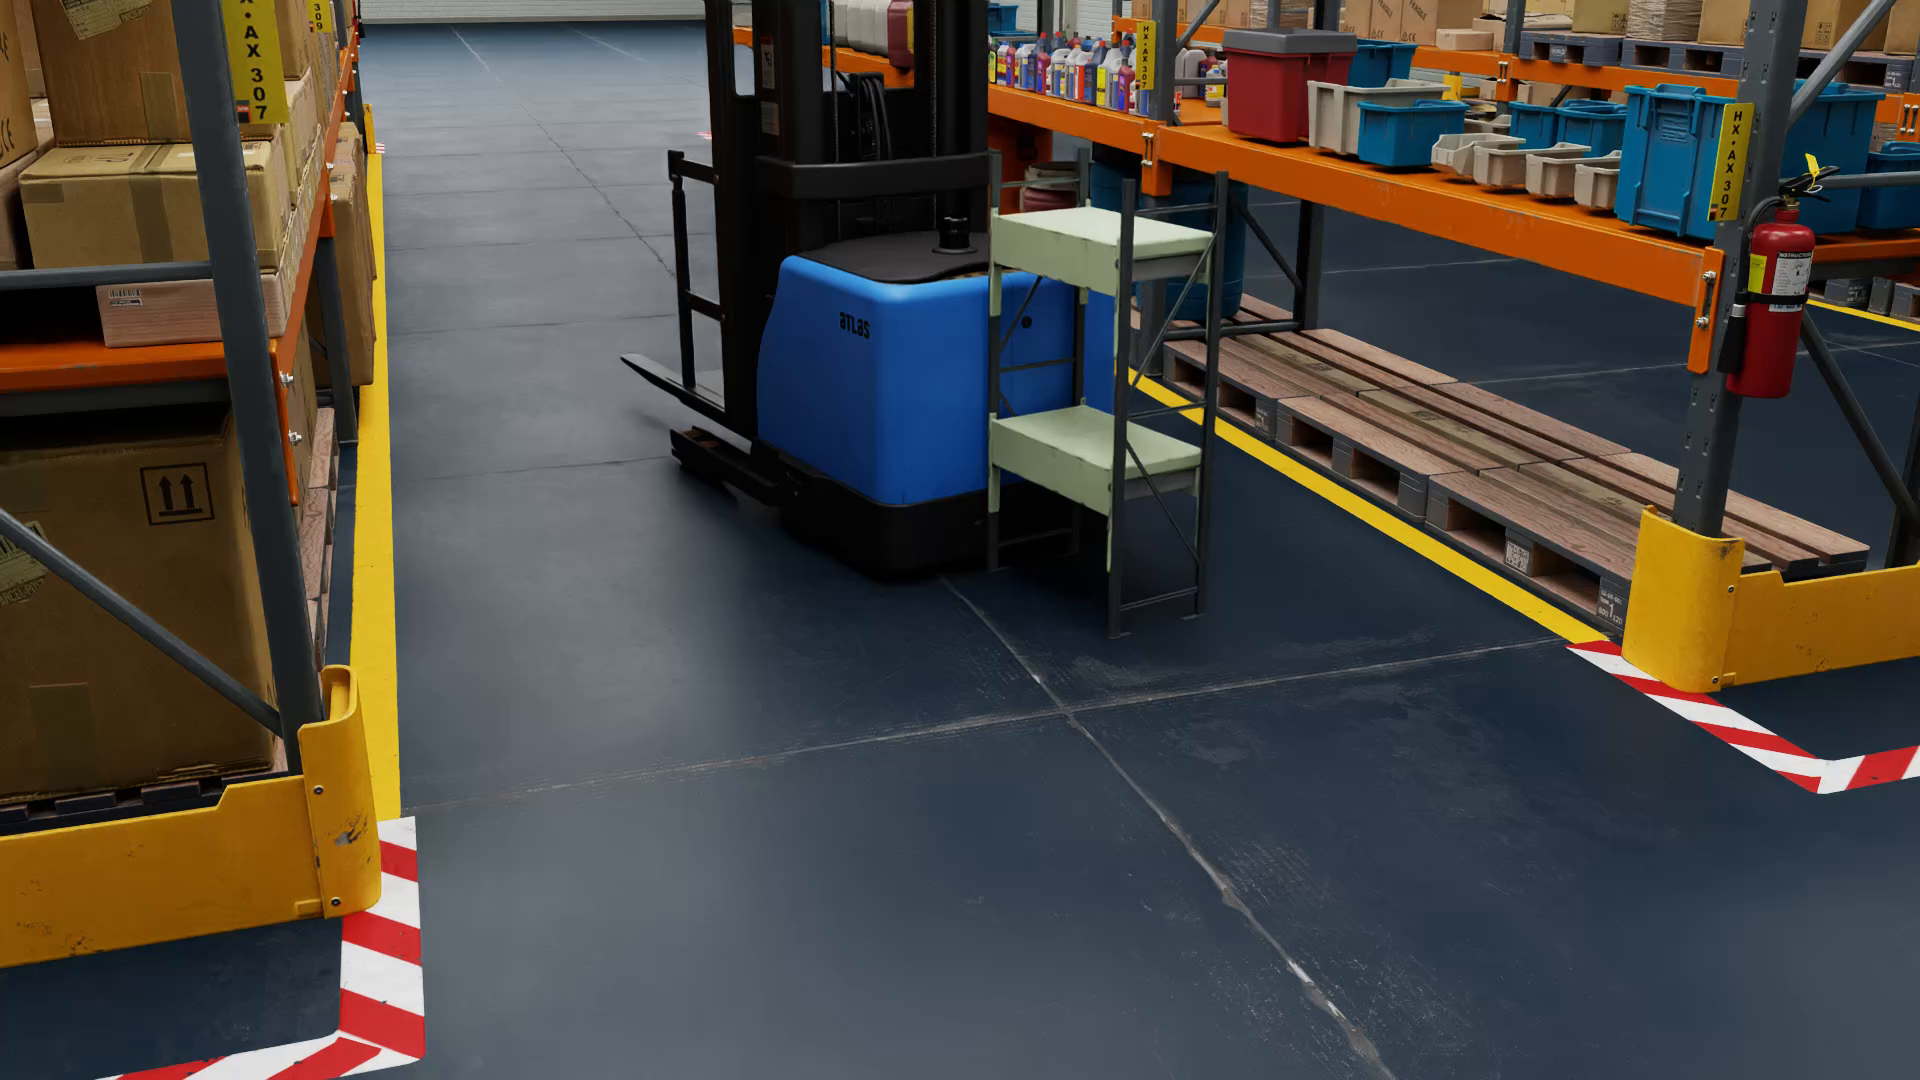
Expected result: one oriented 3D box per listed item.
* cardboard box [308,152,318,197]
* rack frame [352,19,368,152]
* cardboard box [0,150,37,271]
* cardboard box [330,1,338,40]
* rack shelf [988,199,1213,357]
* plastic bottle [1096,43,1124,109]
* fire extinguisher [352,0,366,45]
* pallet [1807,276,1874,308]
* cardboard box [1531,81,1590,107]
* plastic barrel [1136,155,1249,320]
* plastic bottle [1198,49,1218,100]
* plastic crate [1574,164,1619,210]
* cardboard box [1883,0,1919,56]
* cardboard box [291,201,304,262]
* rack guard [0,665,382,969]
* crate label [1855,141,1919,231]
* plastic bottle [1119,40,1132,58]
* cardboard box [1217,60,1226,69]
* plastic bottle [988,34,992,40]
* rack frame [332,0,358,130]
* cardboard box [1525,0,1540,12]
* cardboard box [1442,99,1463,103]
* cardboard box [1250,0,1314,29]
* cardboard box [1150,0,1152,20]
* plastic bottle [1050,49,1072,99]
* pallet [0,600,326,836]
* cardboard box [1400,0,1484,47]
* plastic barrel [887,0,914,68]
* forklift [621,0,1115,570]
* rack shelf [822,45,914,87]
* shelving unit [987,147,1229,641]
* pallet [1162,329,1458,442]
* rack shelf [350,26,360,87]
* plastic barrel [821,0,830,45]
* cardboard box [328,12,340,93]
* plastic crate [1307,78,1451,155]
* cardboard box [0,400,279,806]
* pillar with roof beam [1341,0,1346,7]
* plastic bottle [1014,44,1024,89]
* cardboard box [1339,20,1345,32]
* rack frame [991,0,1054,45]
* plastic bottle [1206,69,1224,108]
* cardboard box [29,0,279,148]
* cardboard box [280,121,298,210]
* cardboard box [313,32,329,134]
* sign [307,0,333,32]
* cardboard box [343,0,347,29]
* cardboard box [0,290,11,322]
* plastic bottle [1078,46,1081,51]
[{"bbox_3d":[-2.524,-1.303,5.979,0.380,0.149,0.250,-6,21,-16],"label":"cardboard box"},{"bbox_3d":[-7.027,-5.666,17.753,1.000,3.000,0.127,-6,21,-17],"label":"rack frame"},{"bbox_3d":[-2.402,-0.728,3.787,0.500,0.250,0.500,-7,21,-18],"label":"cardboard box"},{"bbox_3d":[-4.821,-3.788,12.125,0.500,0.250,0.500,-7,21,-19],"label":"cardboard box"},{"bbox_3d":[0.468,-0.883,5.501,0.431,0.370,0.720,-12,23,-30],"label":"rack shelf"},{"bbox_3d":[0.848,-2.578,9.229,0.144,0.351,0.185,-6,21,-17],"label":"plastic bottle"},{"bbox_3d":[-6.625,-5.715,18.004,0.296,0.674,0.183,-6,21,-17],"label":"fire extinguisher"},{"bbox_3d":[5.859,-1.811,11.146,1.003,0.211,1.213,-6,21,-17],"label":"pallet"},{"bbox_3d":[7.575,-5.620,20.672,0.700,0.500,0.500,-8,21,-21],"label":"cardboard box"},{"bbox_3d":[1.292,-1.727,9.272,0.600,0.901,0.708,-6,21,-17],"label":"plastic barrel"},{"bbox_3d":[1.458,-2.734,9.764,0.061,0.283,0.133,-6,21,-17],"label":"plastic bottle"},{"bbox_3d":[2.276,-1.204,5.632,0.396,0.136,0.243,-6,21,-17],"label":"plastic crate"},{"bbox_3d":[6.214,-3.287,10.360,0.700,0.500,0.500,-15,24,-35],"label":"cardboard box"},{"bbox_3d":[-2.121,-0.891,4.833,0.380,0.149,0.250,-7,21,-18],"label":"cardboard box"},{"bbox_3d":[-1.990,0.653,3.859,1.175,0.500,0.348,-6,21,-17],"label":"rack guard"},{"bbox_3d":[2.939,-1.121,5.259,0.416,0.233,0.303,-6,21,-17],"label":"crate label"},{"bbox_3d":[0.926,-2.653,9.437,0.144,0.351,0.185,-6,21,-17],"label":"plastic bottle"},{"bbox_3d":[3.137,-4.977,18.173,0.500,0.500,0.500,-6,21,-17],"label":"cardboard box"},{"bbox_3d":[0.163,-3.409,11.654,0.152,0.276,0.135,-6,21,-17],"label":"plastic bottle"},{"bbox_3d":[-5.769,-4.382,14.179,1.000,3.000,0.127,-6,21,-17],"label":"rack frame"},{"bbox_3d":[7.264,-6.664,20.724,0.500,0.250,0.500,-7,21,-18],"label":"cardboard box"},{"bbox_3d":[4.514,-4.013,15.768,0.500,0.311,0.500,-7,21,-18],"label":"cardboard box"},{"bbox_3d":[3.491,-5.622,17.484,0.700,0.500,0.500,-7,21,-19],"label":"cardboard box"},{"bbox_3d":[2.683,-6.445,19.774,0.700,0.500,0.500,-6,21,-16],"label":"cardboard box"},{"bbox_3d":[0.628,-2.771,9.879,0.152,0.276,0.135,-6,21,-17],"label":"plastic bottle"},{"bbox_3d":[-2.323,0.533,4.620,1.003,0.211,1.213,-6,21,-17],"label":"pallet"},{"bbox_3d":[4.350,-4.733,15.010,0.500,0.500,0.500,-8,21,-20],"label":"cardboard box"},{"bbox_3d":[-0.244,-3.805,12.372,0.600,0.536,0.708,-6,21,-17],"label":"plastic barrel"},{"bbox_3d":[-0.613,-1.719,6.867,1.130,2.935,3.031,-12,23,-30],"label":"forklift"},{"bbox_3d":[-0.439,-3.928,13.979,1.077,0.370,4.000,-6,21,-17],"label":"rack shelf"},{"bbox_3d":[0.468,-0.515,5.633,0.431,1.500,0.755,-12,23,-30],"label":"shelving unit"},{"bbox_3d":[1.715,-0.797,8.323,1.003,0.211,1.213,-6,21,-17],"label":"pallet"},{"bbox_3d":[-6.398,-4.685,16.088,1.077,0.370,4.000,-6,21,-17],"label":"rack shelf"},{"bbox_3d":[-1.234,-4.988,15.125,0.600,0.901,0.708,-6,21,-17],"label":"plastic barrel"},{"bbox_3d":[-4.122,-3.013,10.221,0.500,0.500,0.500,-6,21,-16],"label":"cardboard box"},{"bbox_3d":[1.752,-1.804,7.088,0.437,0.282,0.530,-6,21,-17],"label":"plastic crate"},{"bbox_3d":[-2.275,0.074,4.294,0.875,0.875,0.875,-6,21,-17],"label":"cardboard box"},{"bbox_3d":[2.149,-11.403,24.852,9.100,9.000,0.400,-6,21,-17],"label":"pillar with roof beam"},{"bbox_3d":[0.392,-2.980,10.466,0.097,0.271,0.097,0,20,0],"label":"plastic bottle"},{"bbox_3d":[3.721,-5.009,16.296,0.380,0.149,0.250,-6,21,-17],"label":"cardboard box"},{"bbox_3d":[0.190,-3.625,12.070,1.000,3.000,0.127,-6,21,-17],"label":"rack frame"},{"bbox_3d":[1.436,-2.535,9.330,0.097,0.201,0.097,0,20,0],"label":"plastic bottle"},{"bbox_3d":[-2.049,-1.297,4.262,0.500,0.500,0.500,-7,21,-19],"label":"cardboard box"},{"bbox_3d":[-2.216,-1.111,4.854,0.500,0.250,0.500,-7,21,-19],"label":"cardboard box"},{"bbox_3d":[-3.321,-2.197,7.949,0.500,0.500,0.500,-6,21,-17],"label":"cardboard box"},{"bbox_3d":[-2.728,-2.319,7.037,0.100,0.325,0.005,-6,21,-17],"label":"sign"},{"bbox_3d":[-5.852,-4.720,14.532,0.875,0.500,0.500,-6,21,-17],"label":"cardboard box"},{"bbox_3d":[-2.505,-0.575,3.953,0.380,0.149,0.250,-6,21,-17],"label":"cardboard box"},{"bbox_3d":[0.844,-3.302,11.467,0.097,0.201,0.097,0,20,0],"label":"plastic bottle"}]
